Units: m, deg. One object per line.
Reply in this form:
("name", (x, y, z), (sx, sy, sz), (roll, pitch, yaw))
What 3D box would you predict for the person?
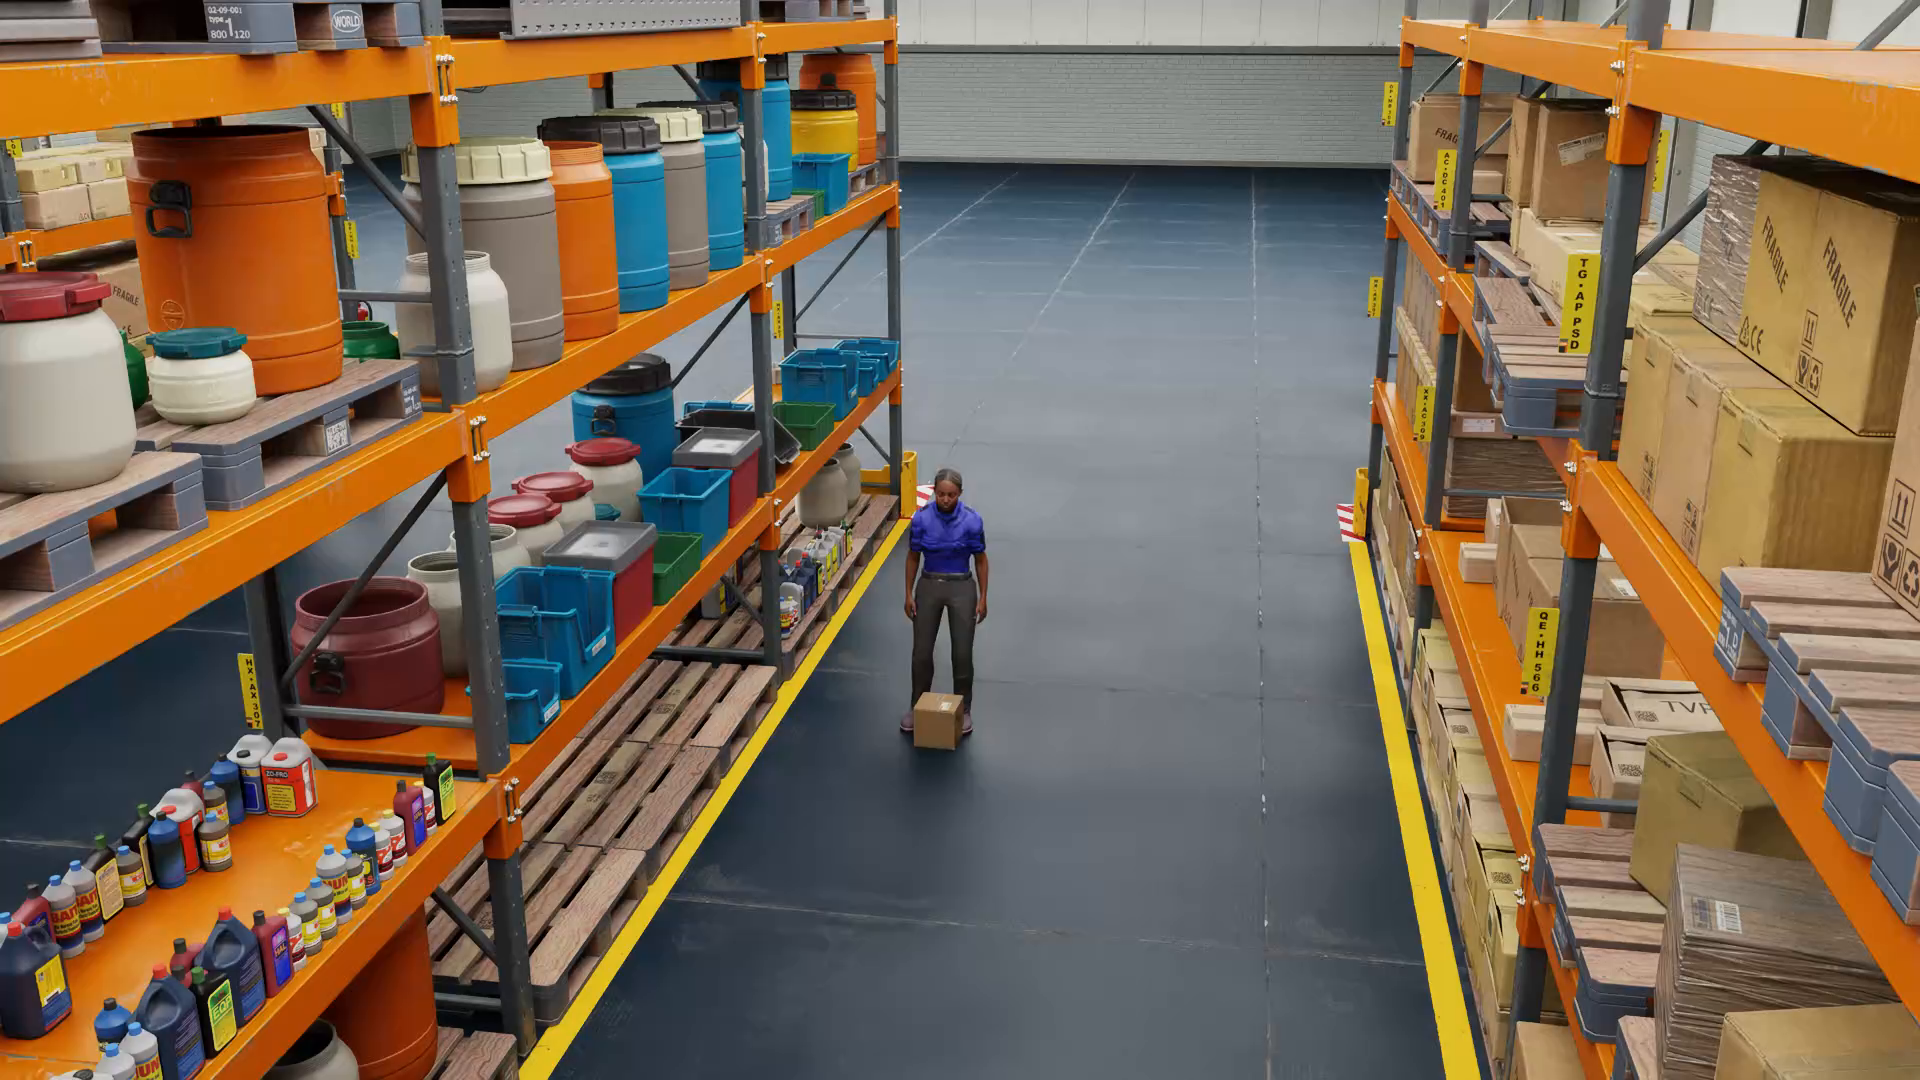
("person", (-0.095, 0.348, 9.992), (0.530, 1.656, 0.346), (2, 18, 6))
